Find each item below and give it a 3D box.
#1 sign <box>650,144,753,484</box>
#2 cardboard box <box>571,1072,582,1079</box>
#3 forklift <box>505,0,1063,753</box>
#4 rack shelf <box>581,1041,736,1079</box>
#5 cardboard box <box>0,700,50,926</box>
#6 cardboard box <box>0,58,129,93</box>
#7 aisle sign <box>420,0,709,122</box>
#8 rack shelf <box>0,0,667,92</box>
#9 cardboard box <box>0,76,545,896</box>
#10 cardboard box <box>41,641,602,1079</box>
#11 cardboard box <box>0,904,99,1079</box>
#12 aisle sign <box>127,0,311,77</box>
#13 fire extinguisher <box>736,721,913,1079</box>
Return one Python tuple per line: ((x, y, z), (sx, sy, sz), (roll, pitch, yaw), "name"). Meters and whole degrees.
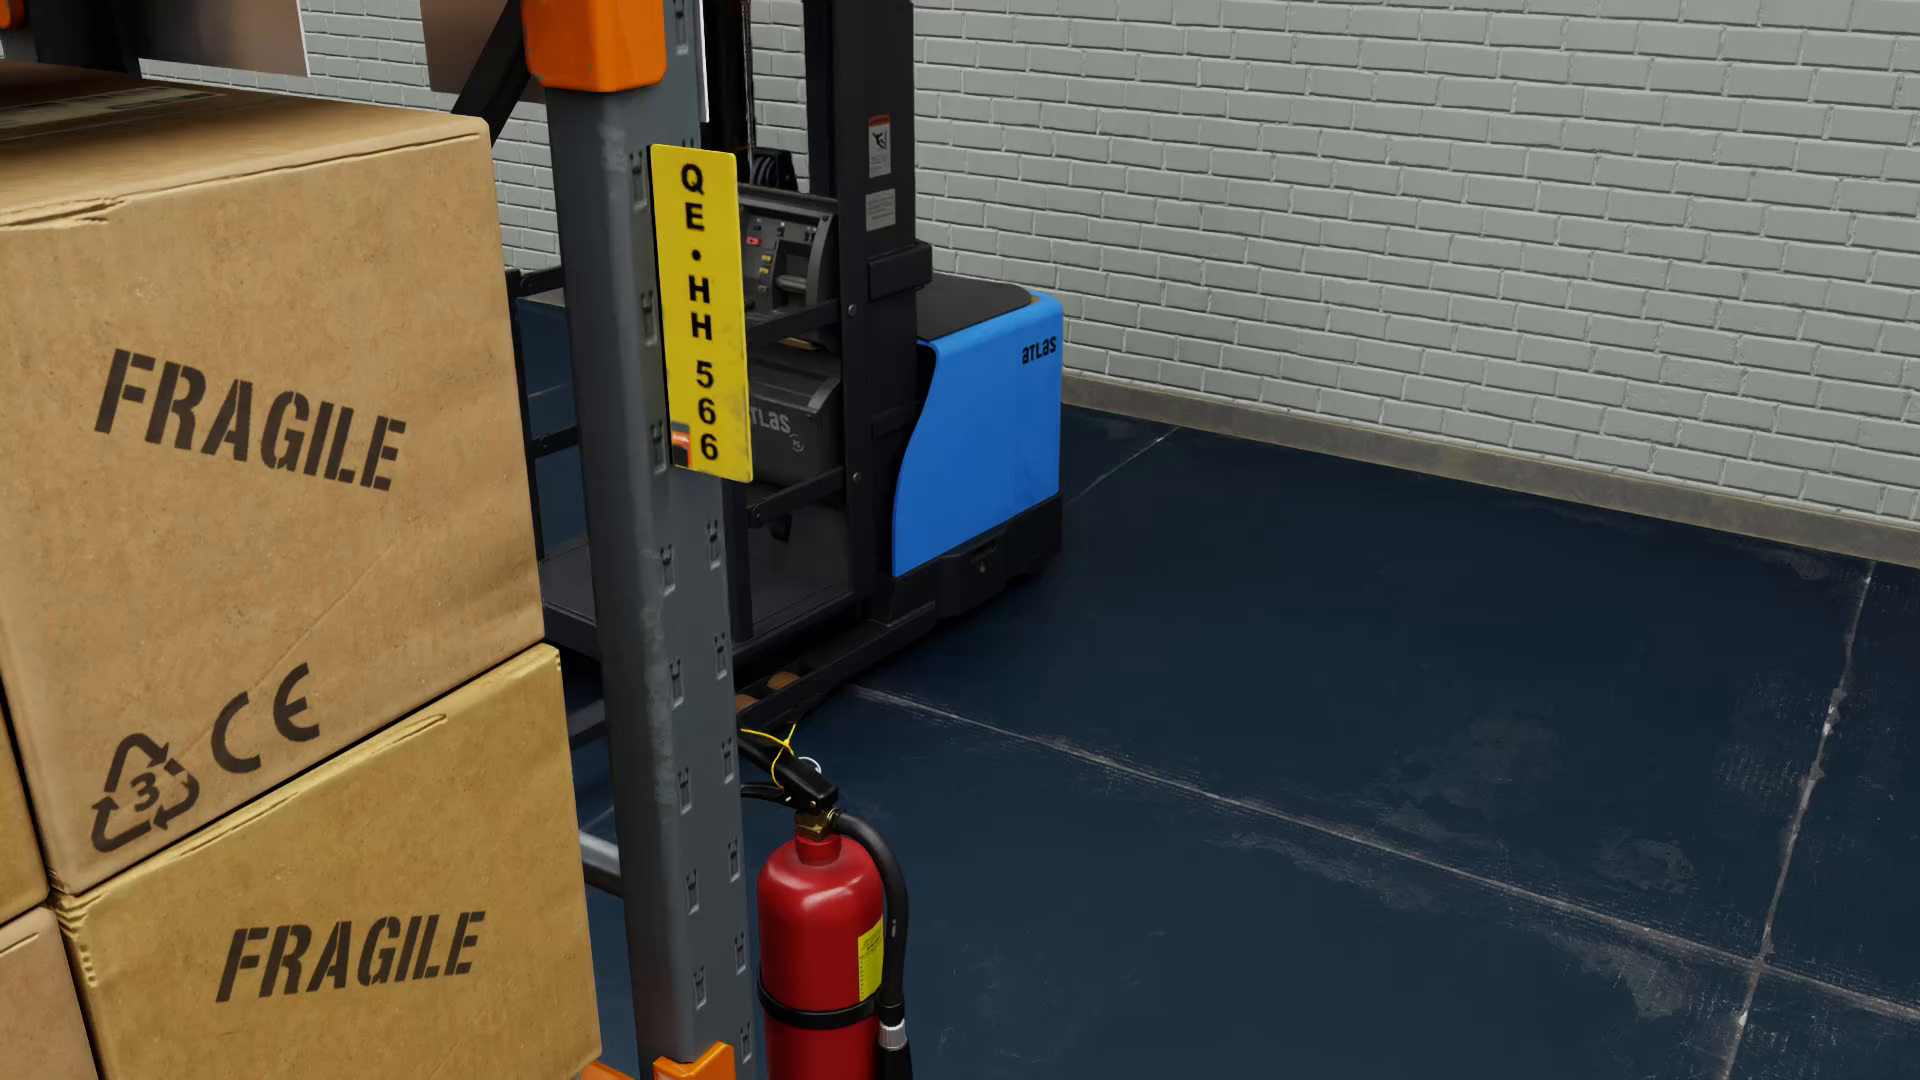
((-0.250, -0.216, 1.618), (0.100, 0.325, 0.005), (14, 27, 29), "sign")
((-0.643, 0.622, 1.854), (0.380, 0.149, 0.250), (14, 27, 29), "cardboard box")
((-0.901, -0.911, 5.165), (1.130, 2.935, 3.031), (17, 29, 34), "forklift")
((-1.766, 1.342, 0.779), (1.077, 0.370, 4.000), (14, 27, 29), "rack shelf")
((-1.008, 0.074, 1.046), (0.500, 0.500, 0.500), (13, 27, 27), "cardboard box")
((-1.173, -0.208, 1.696), (0.500, 0.500, 0.500), (14, 27, 29), "cardboard box")
((-0.418, -0.818, 1.591), (0.394, 0.787, 0.004), (14, 27, 29), "aisle sign")
((-1.766, -0.034, 0.183), (1.077, 0.370, 4.000), (14, 27, 29), "rack shelf")
((-0.741, -0.097, 1.441), (0.500, 0.500, 0.500), (13, 27, 28), "cardboard box")
((-0.729, 0.360, 1.641), (0.500, 0.500, 0.500), (14, 27, 30), "cardboard box")
((-1.006, 0.533, 1.242), (0.500, 0.500, 0.500), (13, 27, 28), "cardboard box")
((-0.927, -0.943, 1.881), (0.394, 0.787, 0.004), (14, 27, 29), "aisle sign")
((-0.186, 0.556, 2.258), (0.296, 0.674, 0.183), (14, 27, 29), "fire extinguisher")
